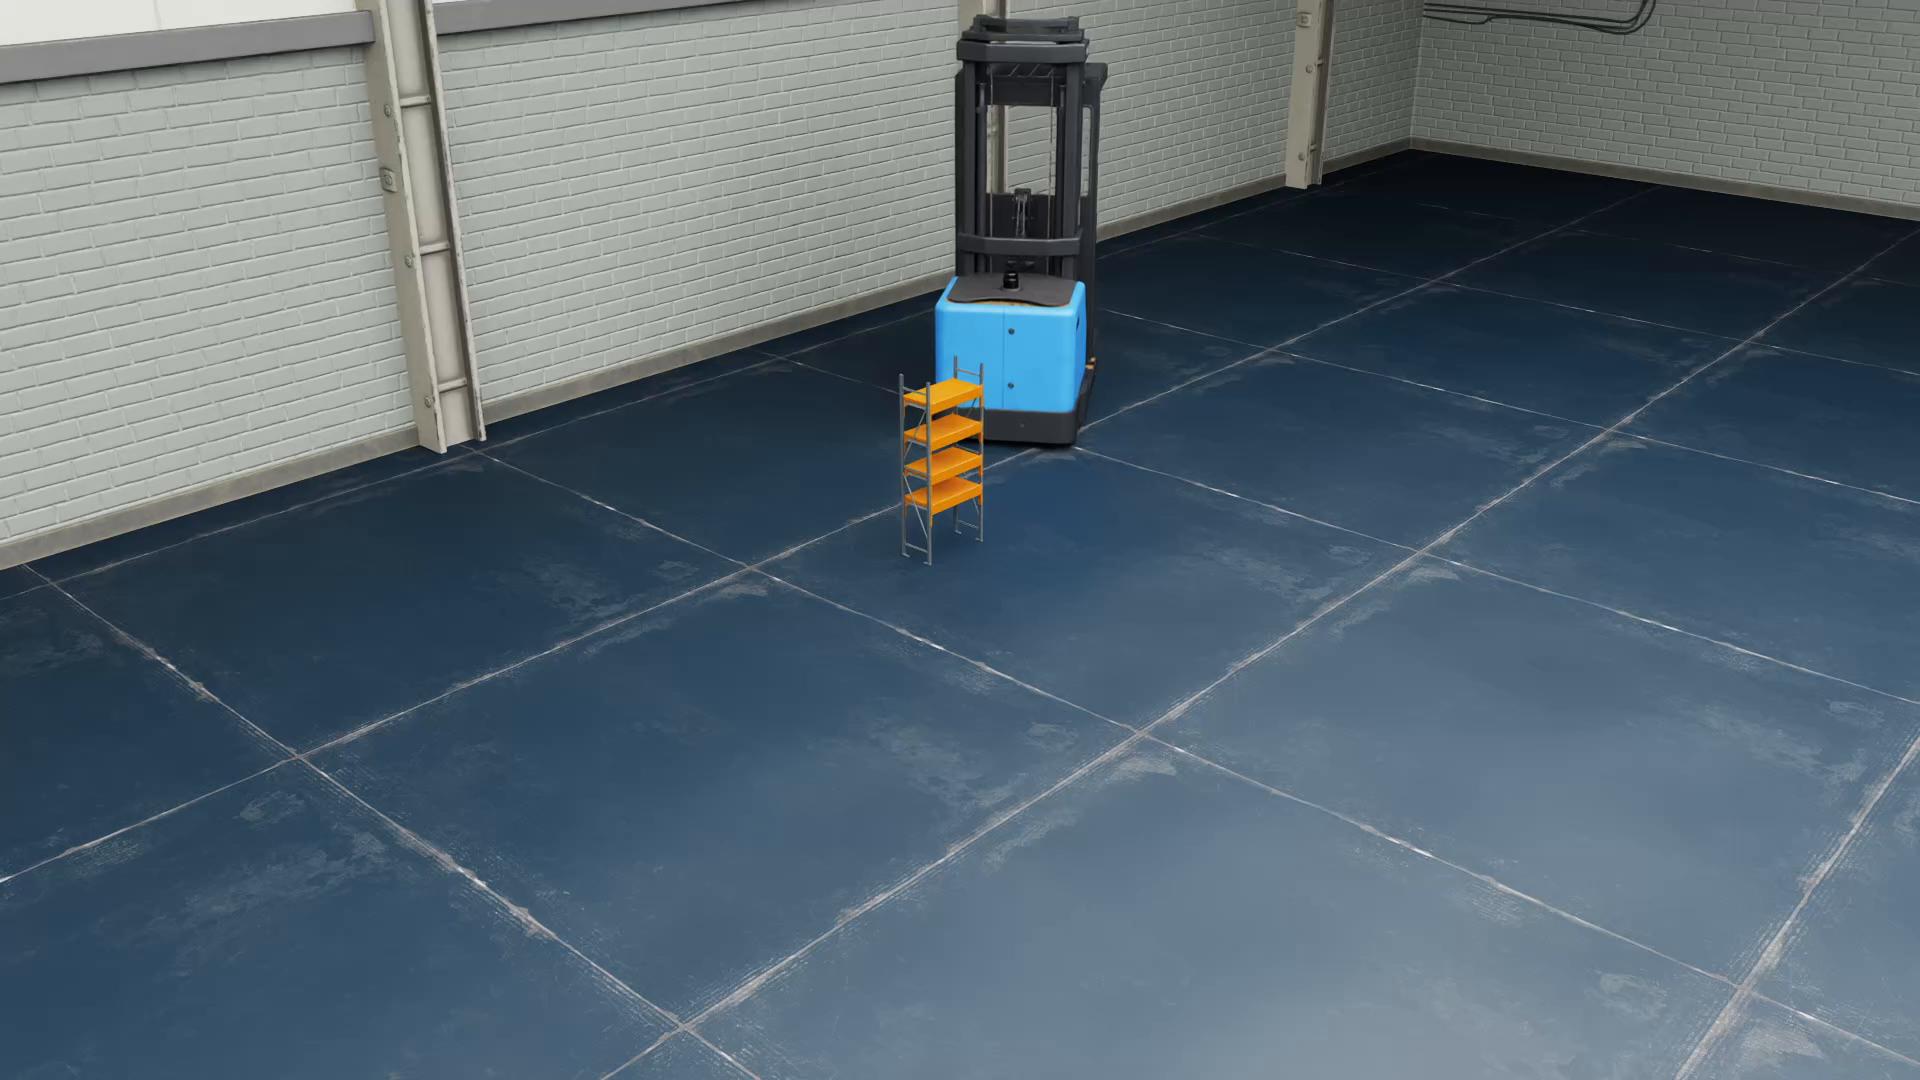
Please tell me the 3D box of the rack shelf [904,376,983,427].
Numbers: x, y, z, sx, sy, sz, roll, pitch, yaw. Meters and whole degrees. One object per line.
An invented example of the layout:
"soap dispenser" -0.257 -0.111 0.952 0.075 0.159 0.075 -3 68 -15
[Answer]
"rack shelf" -0.110 -0.856 10.231 0.258 0.148 0.480 20 31 38

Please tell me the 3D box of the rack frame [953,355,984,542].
"rack frame" 0.052 -0.571 10.558 0.240 1.200 0.015 20 31 38

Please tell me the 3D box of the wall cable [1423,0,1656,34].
"wall cable" 7.179 -7.616 20.532 3.097 2.526 0.112 20 31 38

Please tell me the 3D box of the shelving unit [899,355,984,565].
"shelving unit" -0.110 -0.497 10.392 0.258 1.200 0.503 20 31 38

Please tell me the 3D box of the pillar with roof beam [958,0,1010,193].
"pillar with roof beam" 3.429 -5.493 12.002 9.100 9.000 0.400 20 31 38

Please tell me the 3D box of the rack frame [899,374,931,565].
"rack frame" -0.273 -0.423 10.226 0.240 1.200 0.015 20 31 38

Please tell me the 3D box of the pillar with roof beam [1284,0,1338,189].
"pillar with roof beam" 7.434 -7.321 16.079 9.100 9.000 0.400 20 31 38

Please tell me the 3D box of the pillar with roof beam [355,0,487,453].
"pillar with roof beam" -0.575 -3.665 7.925 9.100 9.000 0.400 20 31 38

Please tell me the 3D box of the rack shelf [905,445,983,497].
"rack shelf" -0.110 -0.436 10.420 0.258 0.148 0.480 20 31 38

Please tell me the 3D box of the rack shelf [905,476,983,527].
"rack shelf" -0.110 -0.254 10.501 0.258 0.148 0.480 20 31 38

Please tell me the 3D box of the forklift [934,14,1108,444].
"forklift" 0.543 -2.613 12.994 1.130 2.935 3.031 4 24 8

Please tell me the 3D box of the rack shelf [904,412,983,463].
"rack shelf" -0.110 -0.640 10.328 0.258 0.148 0.480 20 31 38
